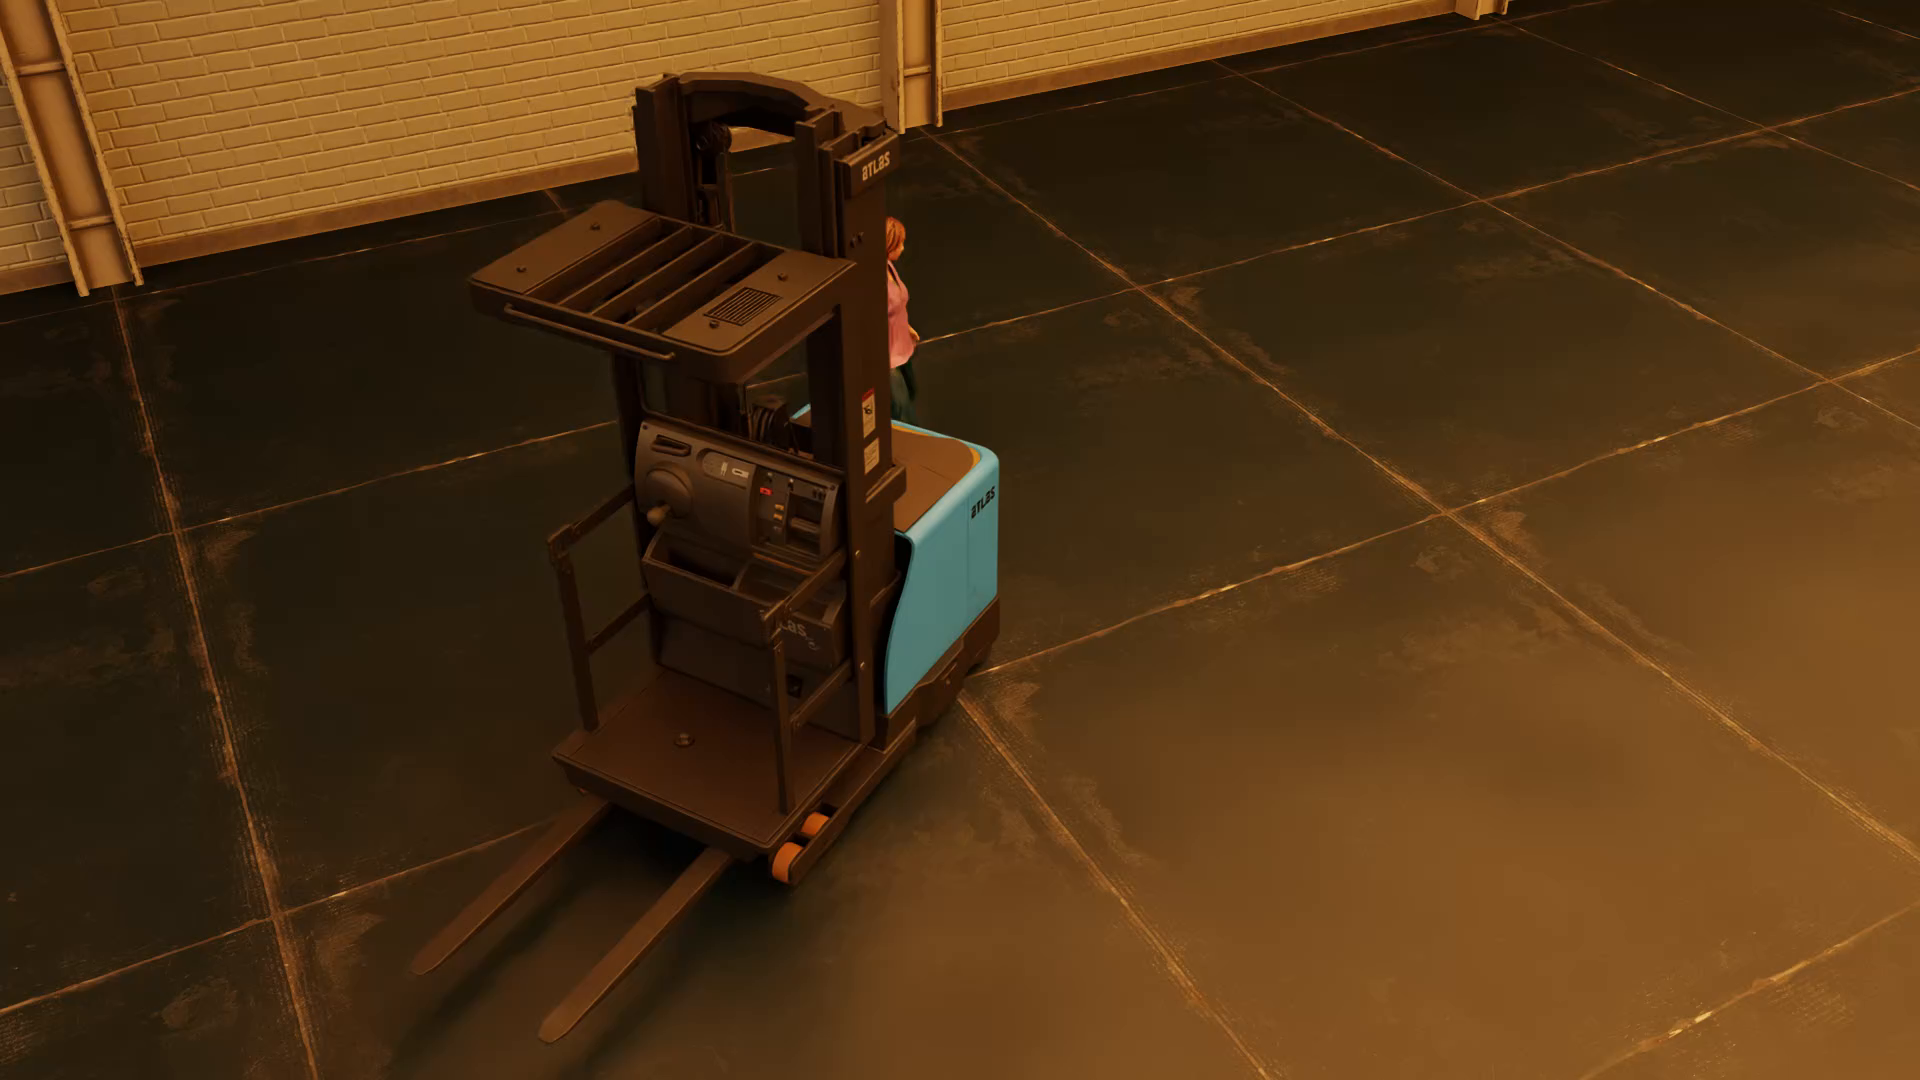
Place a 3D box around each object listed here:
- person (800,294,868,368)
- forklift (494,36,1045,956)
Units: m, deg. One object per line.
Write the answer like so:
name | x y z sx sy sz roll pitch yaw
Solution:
person | -0.636 -1.013 8.745 0.353 1.568 0.700 9 36 13
forklift | -0.754 -0.340 6.604 1.130 2.935 3.031 18 39 24
